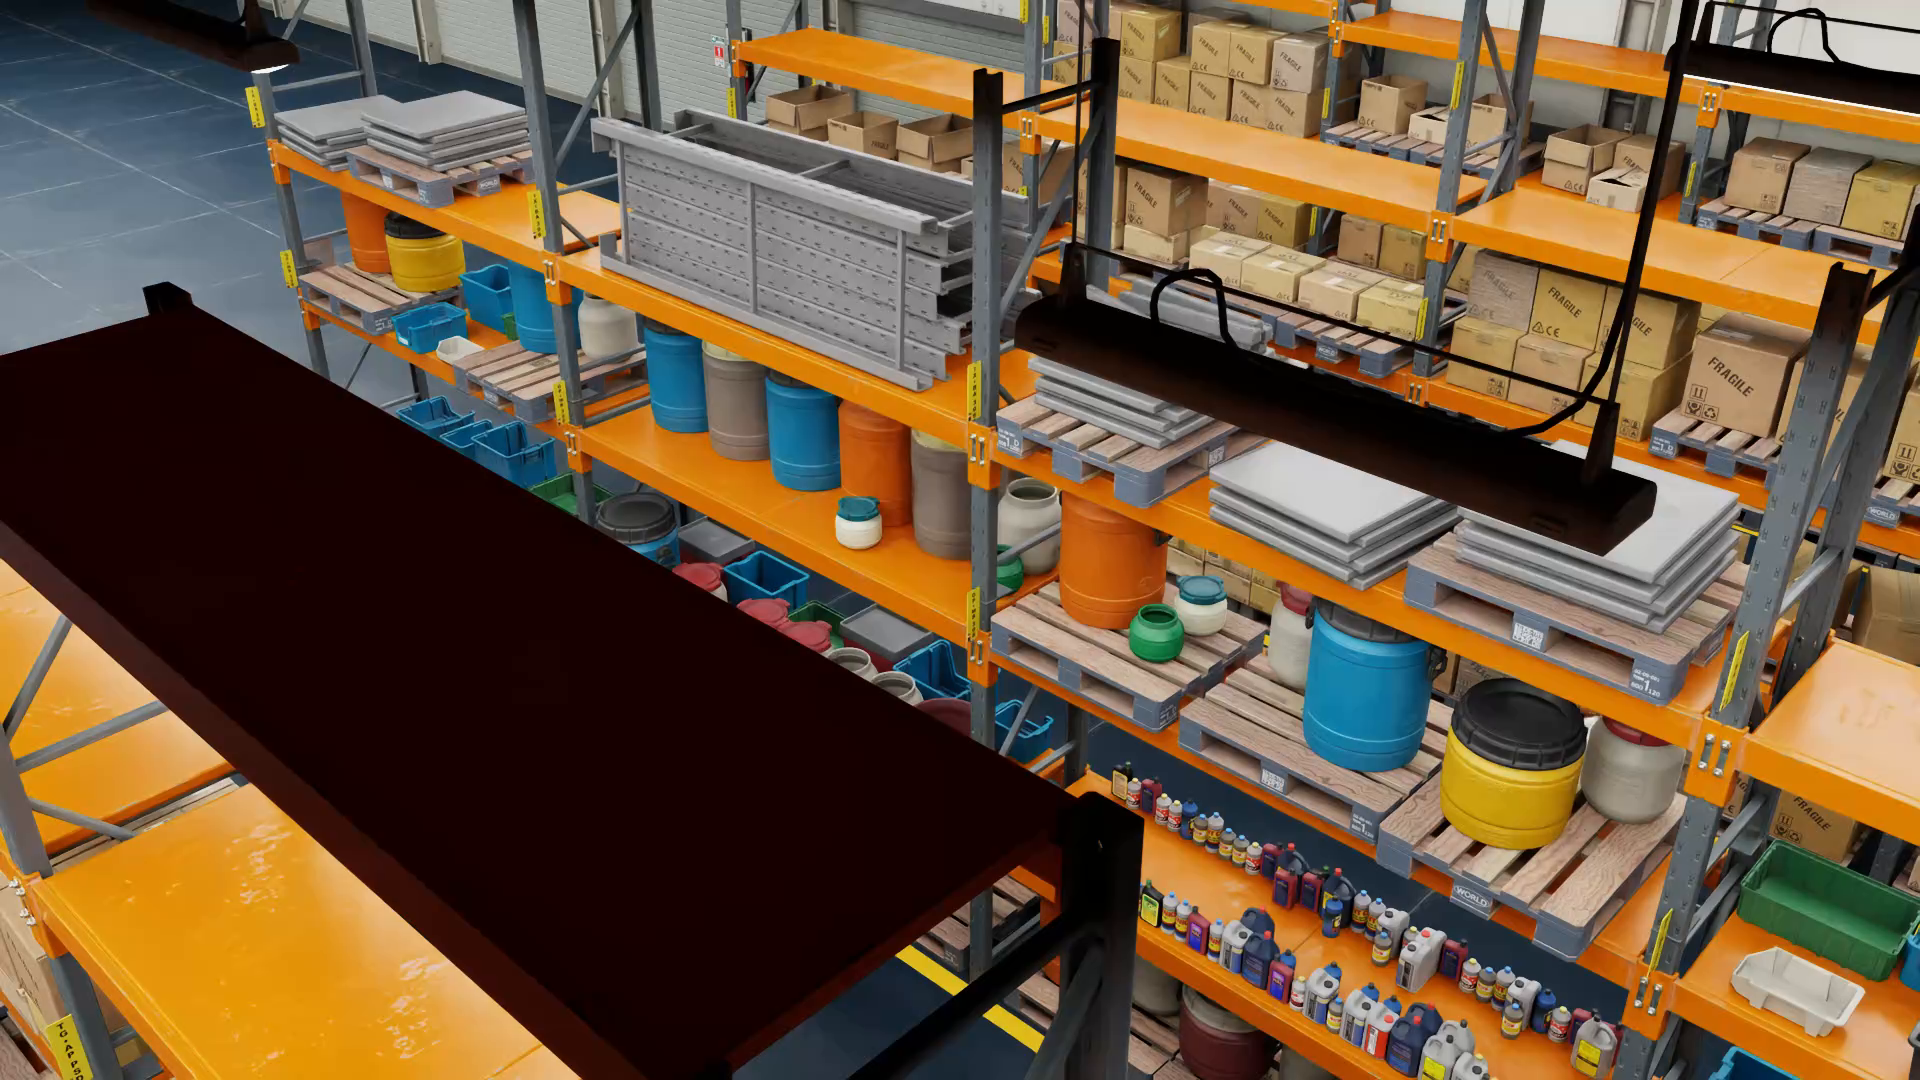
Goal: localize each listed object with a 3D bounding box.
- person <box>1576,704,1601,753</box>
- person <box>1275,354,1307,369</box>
[{"bbox_3d":[4.276,1.648,11.608,0.500,1.586,1.008,-24,37,-35],"label":"person"},{"bbox_3d":[3.438,-1.821,17.659,0.941,1.726,0.555,9,31,16],"label":"person"}]
